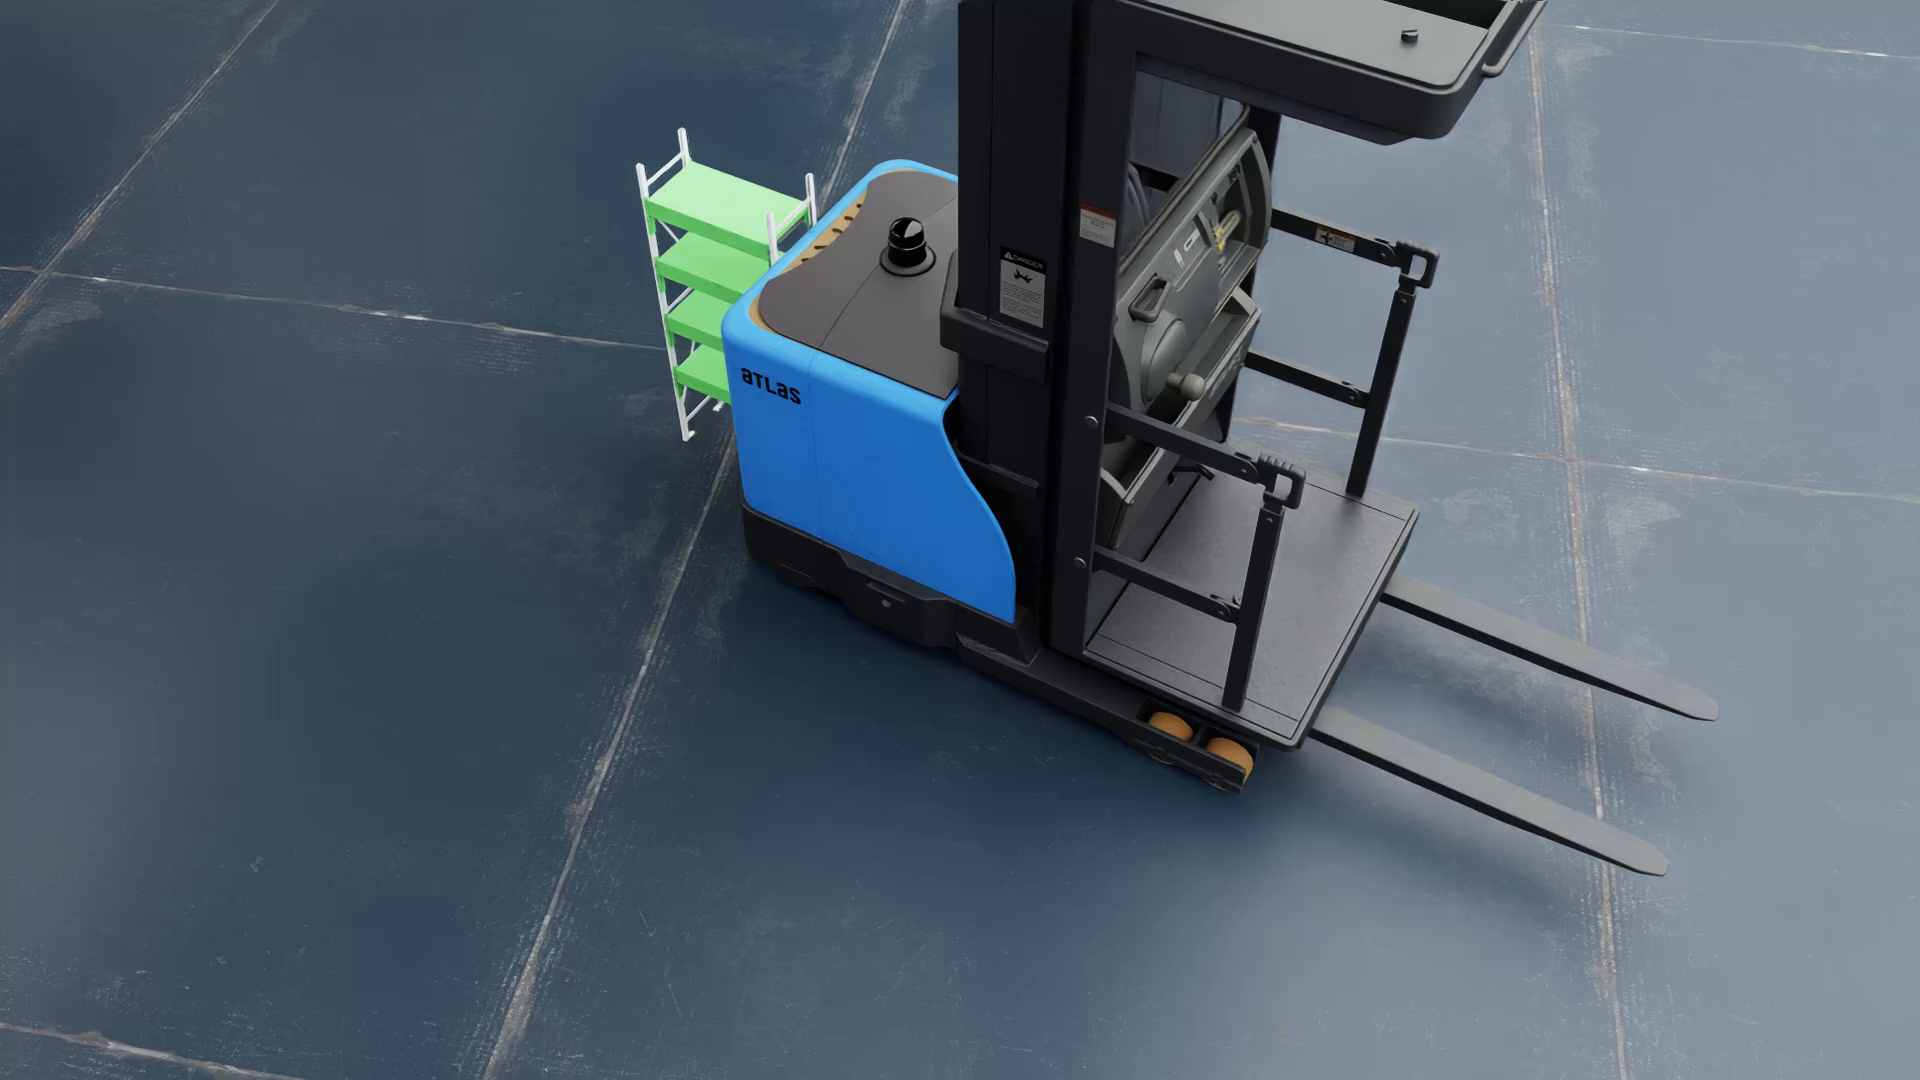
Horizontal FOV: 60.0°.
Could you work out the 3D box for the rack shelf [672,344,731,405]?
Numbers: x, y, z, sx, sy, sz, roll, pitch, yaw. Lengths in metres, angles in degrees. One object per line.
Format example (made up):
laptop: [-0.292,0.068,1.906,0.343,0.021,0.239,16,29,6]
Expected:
rack shelf: [-0.734,-0.545,5.842,0.480,0.148,0.258,23,52,19]

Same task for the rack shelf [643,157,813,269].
rack shelf: [-0.734,-1.026,5.306,0.480,0.148,0.258,23,52,19]

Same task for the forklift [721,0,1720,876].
forklift: [0.808,-0.675,4.386,3.031,2.935,1.130,23,52,19]

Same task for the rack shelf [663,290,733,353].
rack shelf: [-0.734,-0.706,5.663,0.480,0.148,0.258,23,52,19]

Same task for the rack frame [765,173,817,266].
rack frame: [-0.522,-0.658,5.534,0.015,1.200,0.240,23,52,19]

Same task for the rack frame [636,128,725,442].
rack frame: [-0.945,-0.839,5.697,0.015,1.200,0.240,23,52,19]

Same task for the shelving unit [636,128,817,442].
shelving unit: [-0.734,-0.748,5.616,0.503,1.200,0.258,23,52,19]

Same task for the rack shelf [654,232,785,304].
rack shelf: [-0.734,-0.866,5.485,0.480,0.148,0.258,23,52,19]
